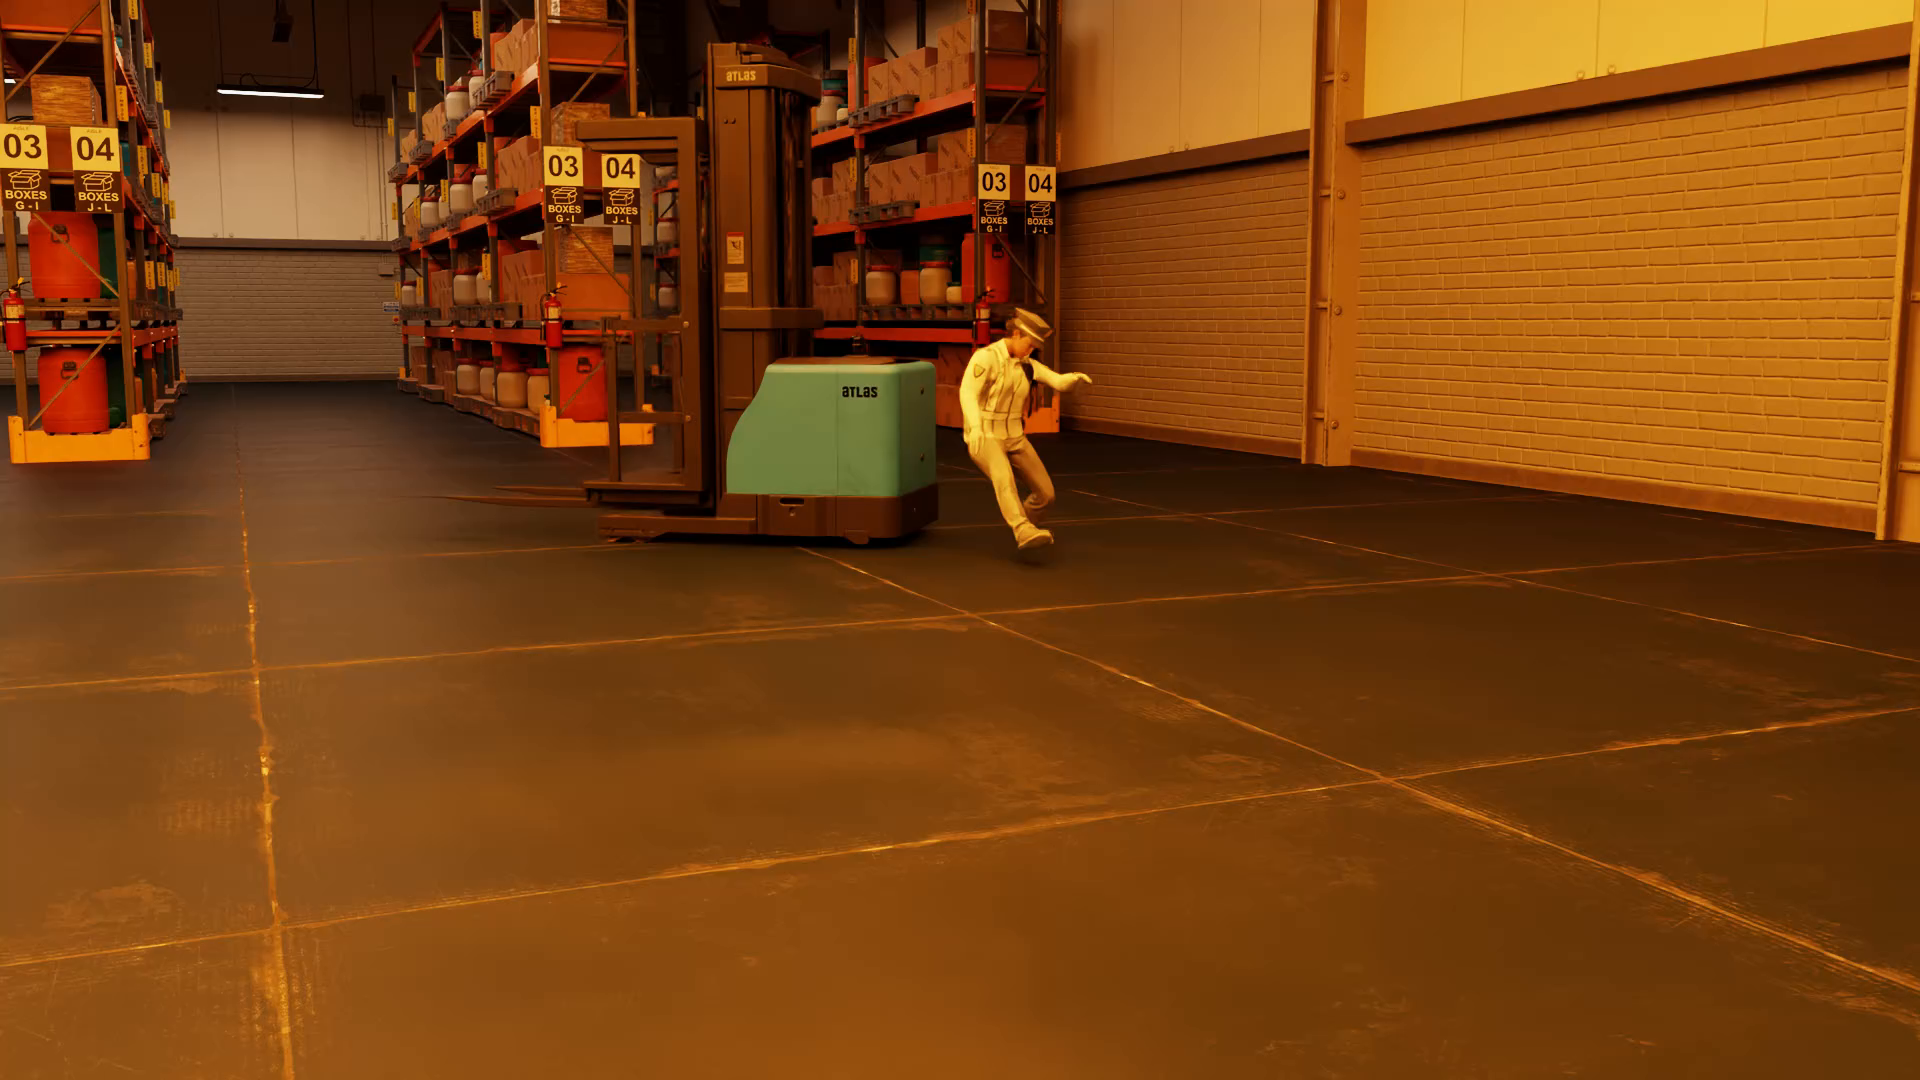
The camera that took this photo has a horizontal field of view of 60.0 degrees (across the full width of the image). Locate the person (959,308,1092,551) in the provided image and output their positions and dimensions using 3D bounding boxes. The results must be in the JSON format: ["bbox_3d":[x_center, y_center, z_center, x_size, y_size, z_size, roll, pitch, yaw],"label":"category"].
[{"bbox_3d":[0.416,-0.605,9.467,0.910,1.425,1.106,-6,10,-39],"label":"person"}]

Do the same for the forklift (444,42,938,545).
[{"bbox_3d":[-1.712,-1.501,10.325,3.031,2.935,1.130,2,8,13],"label":"forklift"}]
